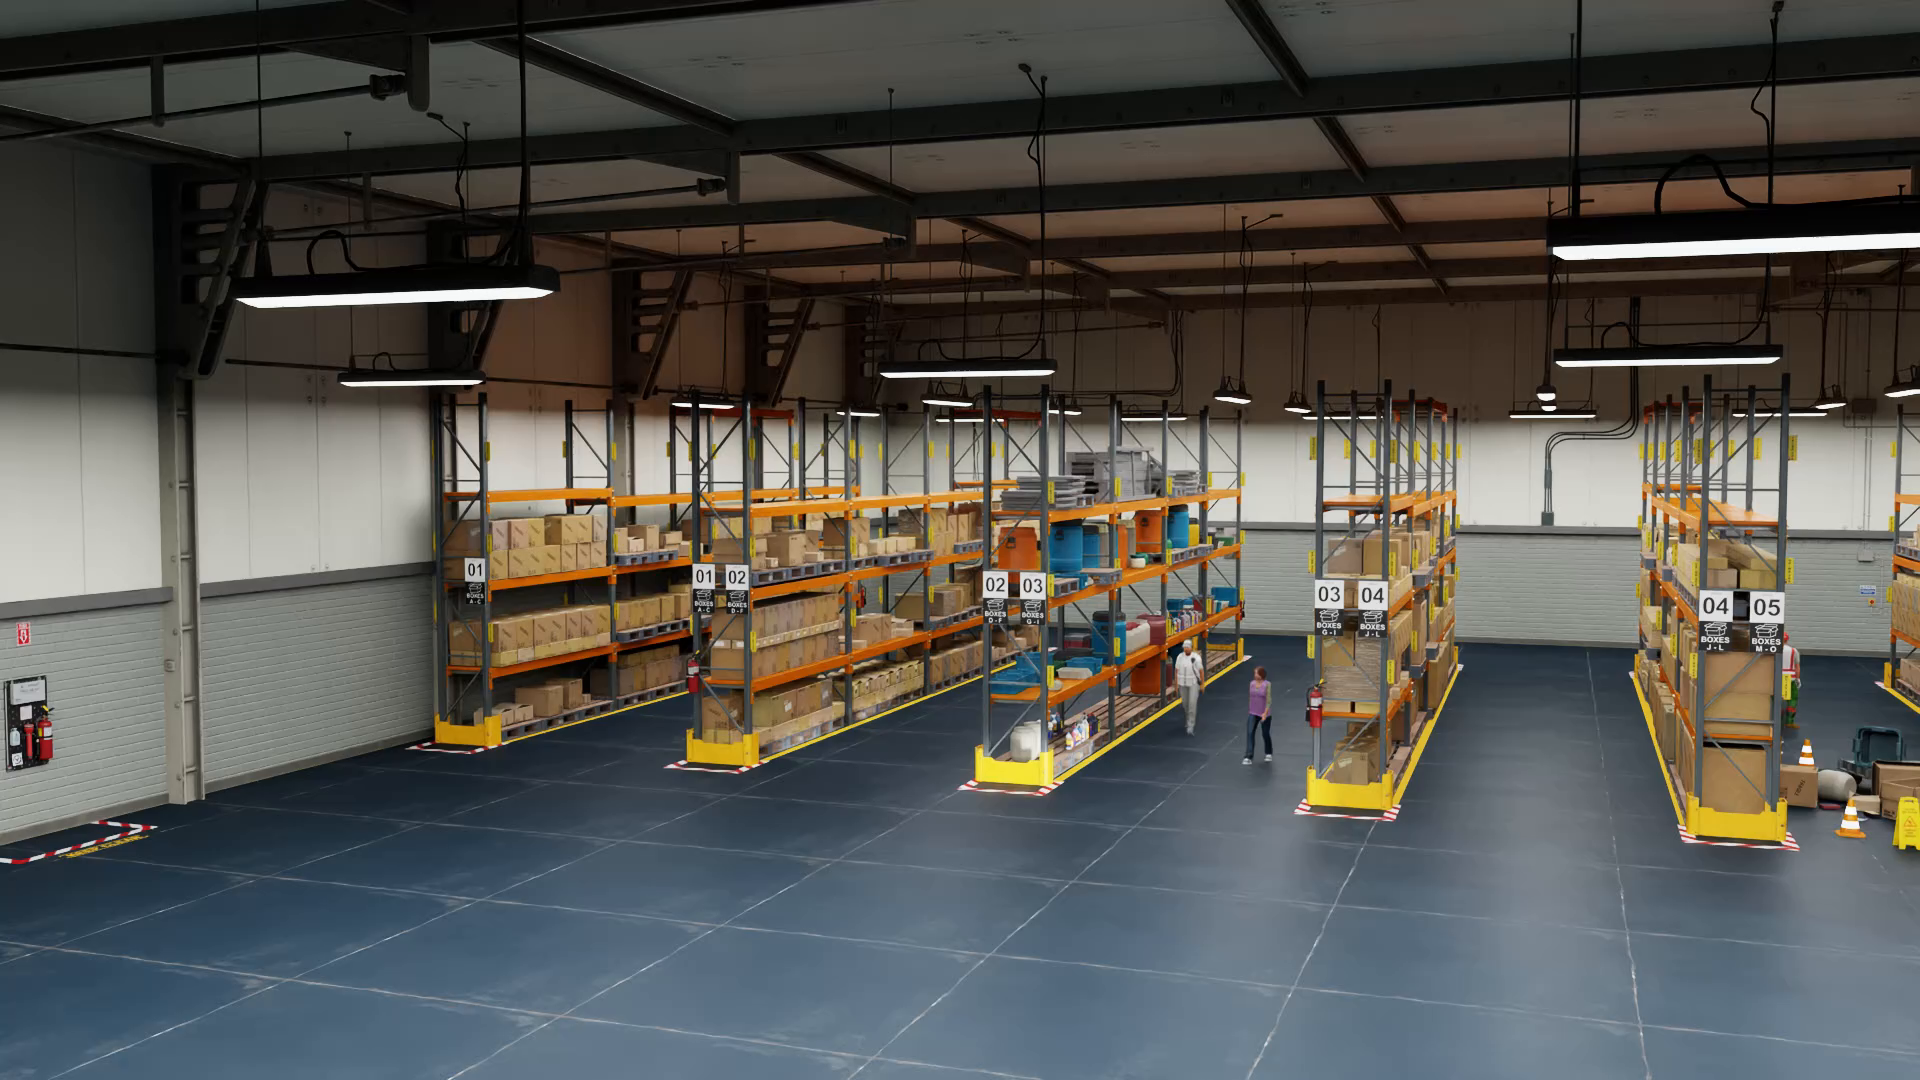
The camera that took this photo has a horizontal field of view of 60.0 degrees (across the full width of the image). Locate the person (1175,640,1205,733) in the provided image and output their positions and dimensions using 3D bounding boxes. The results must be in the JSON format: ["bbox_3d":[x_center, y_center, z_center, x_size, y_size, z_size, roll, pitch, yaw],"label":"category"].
[{"bbox_3d":[4.061,2.588,29.670,0.514,1.618,0.922,2,4,30],"label":"person"}]

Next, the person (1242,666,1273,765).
[{"bbox_3d":[4.758,2.792,26.513,0.432,1.552,0.903,2,4,32],"label":"person"}]

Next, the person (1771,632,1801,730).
[{"bbox_3d":[14.777,2.527,29.838,0.573,1.787,0.540,1,3,18],"label":"person"}]
